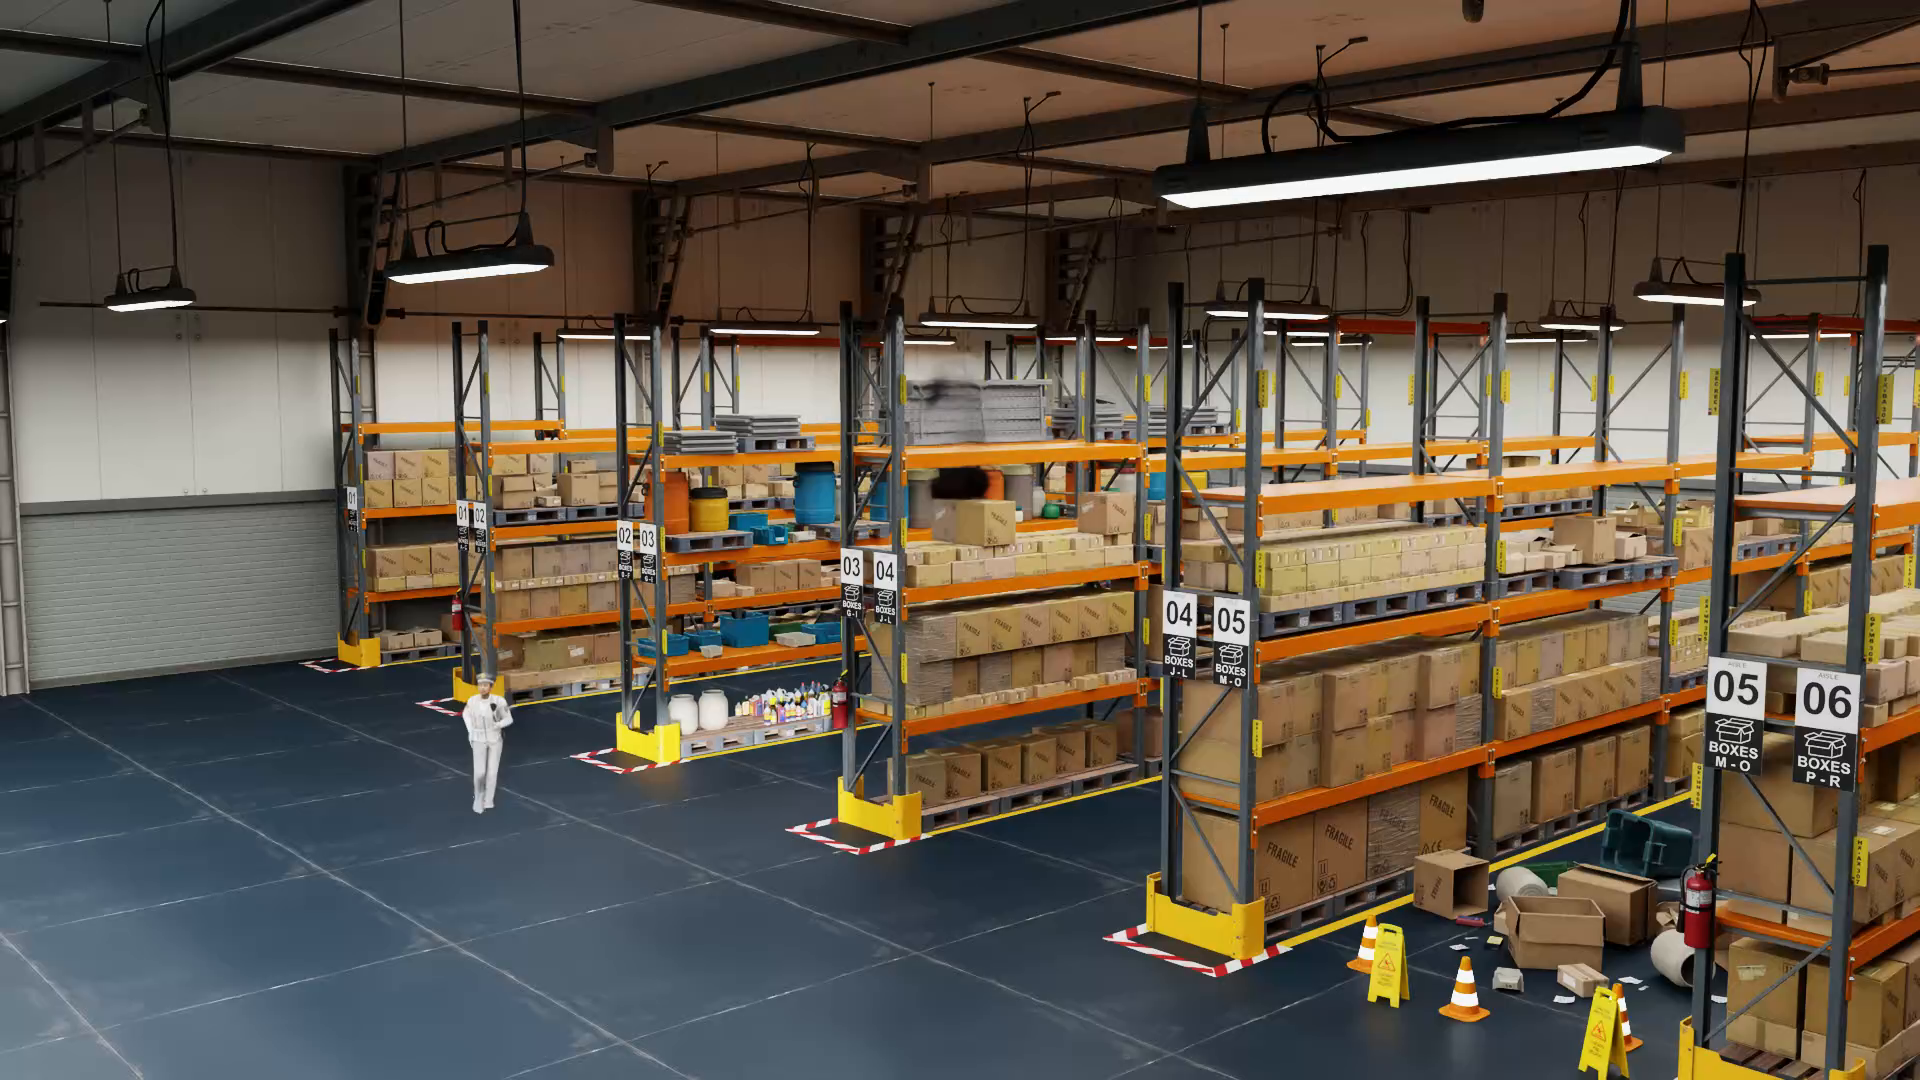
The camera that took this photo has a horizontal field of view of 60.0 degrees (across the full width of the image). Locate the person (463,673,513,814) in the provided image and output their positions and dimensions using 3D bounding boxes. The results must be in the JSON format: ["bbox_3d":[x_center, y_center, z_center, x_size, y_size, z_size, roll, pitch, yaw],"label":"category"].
[{"bbox_3d":[-5.595,2.402,19.607,0.538,1.692,0.634,-1,6,-11],"label":"person"}]
